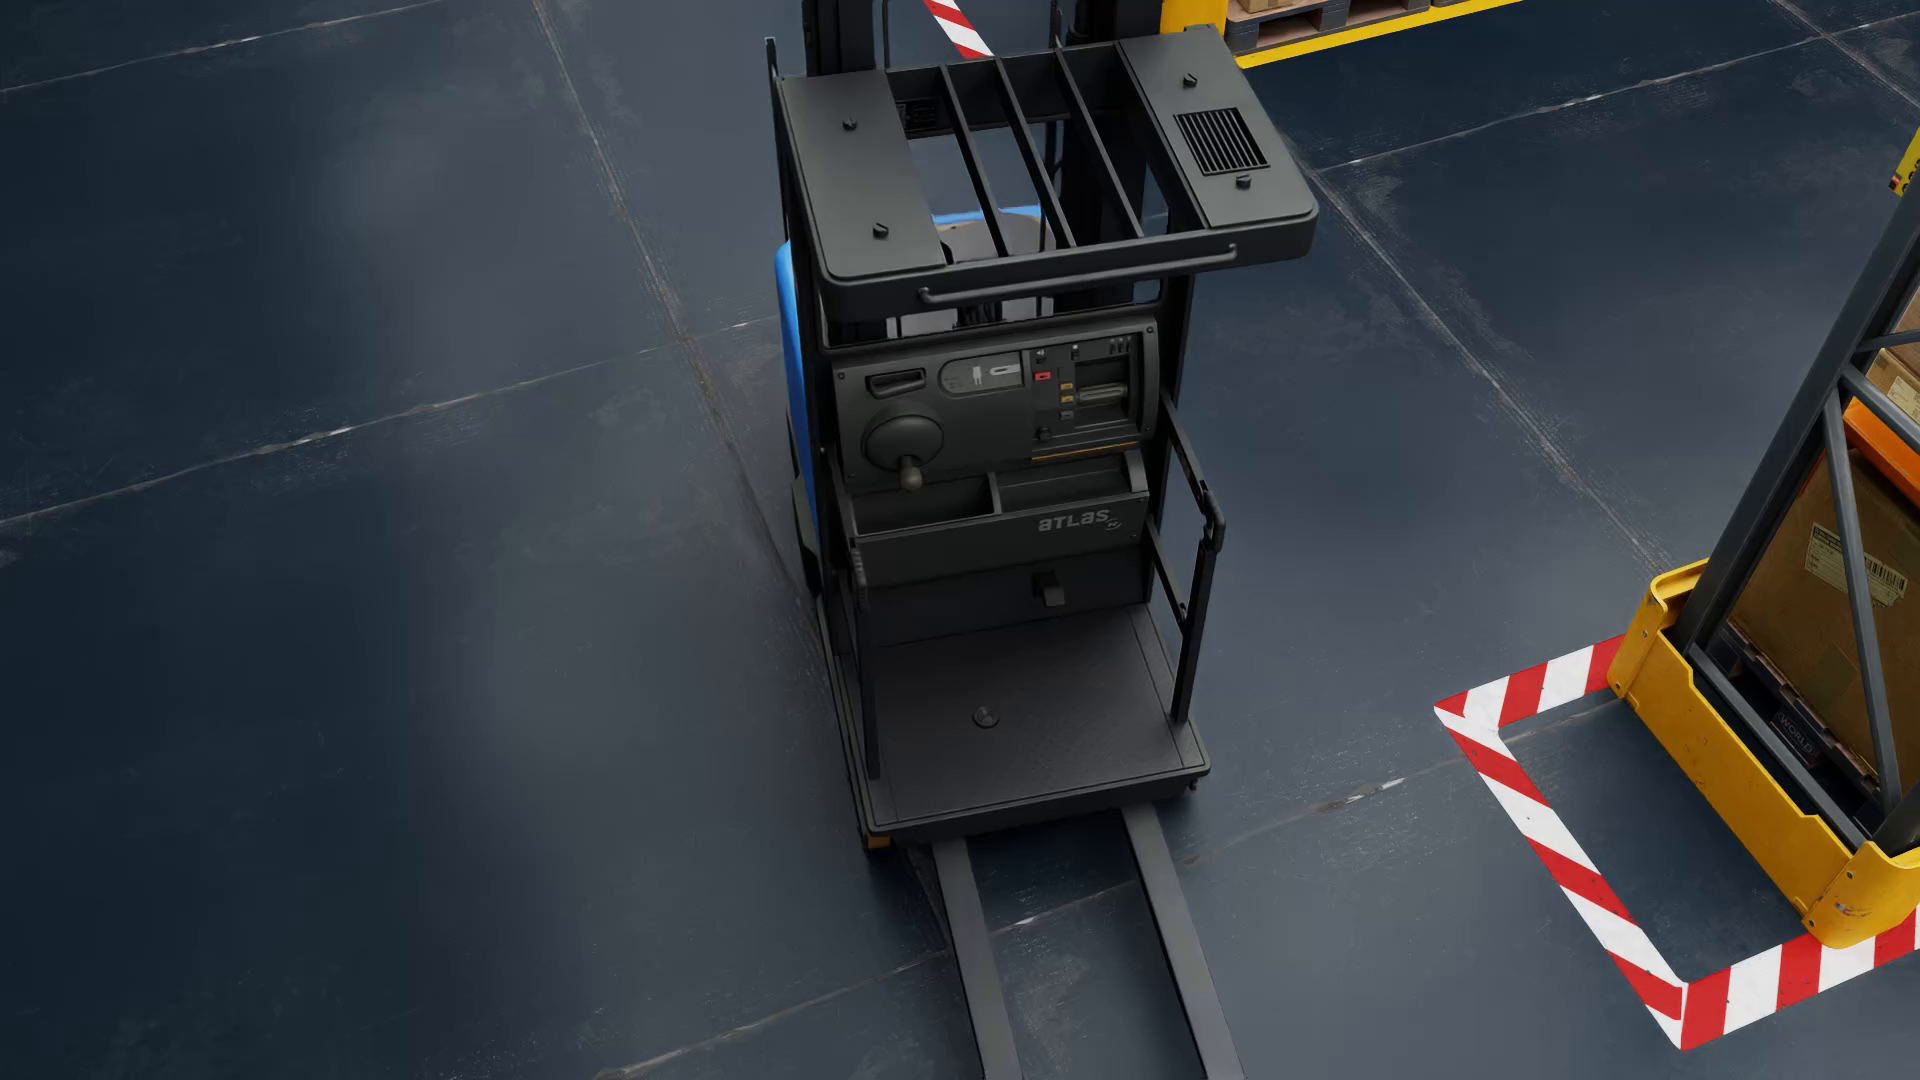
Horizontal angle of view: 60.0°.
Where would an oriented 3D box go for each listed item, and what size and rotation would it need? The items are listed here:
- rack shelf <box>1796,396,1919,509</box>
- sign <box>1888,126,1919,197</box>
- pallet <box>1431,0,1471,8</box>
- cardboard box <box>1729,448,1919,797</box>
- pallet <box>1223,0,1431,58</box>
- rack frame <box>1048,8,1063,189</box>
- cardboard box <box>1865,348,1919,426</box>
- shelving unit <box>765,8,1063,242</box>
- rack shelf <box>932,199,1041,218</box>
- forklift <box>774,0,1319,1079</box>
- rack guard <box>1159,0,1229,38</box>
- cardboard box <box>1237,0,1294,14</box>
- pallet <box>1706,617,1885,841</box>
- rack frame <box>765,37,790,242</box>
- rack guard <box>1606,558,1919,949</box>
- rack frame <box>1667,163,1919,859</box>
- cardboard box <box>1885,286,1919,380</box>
[{"bbox_3d":[4.500,-0.498,5.175,4.000,0.370,1.077,-17,52,-14],"label":"rack shelf"},{"bbox_3d":[2.456,-0.998,4.211,0.005,0.325,0.100,-17,52,-14],"label":"sign"},{"bbox_3d":[2.830,-3.340,8.979,1.213,0.211,1.003,-17,52,-14],"label":"pallet"},{"bbox_3d":[3.210,0.157,5.262,0.875,0.875,0.875,-17,52,-14],"label":"cardboard box"},{"bbox_3d":[1.702,-2.993,8.681,1.213,0.211,1.003,-17,52,-14],"label":"pallet"},{"bbox_3d":[0.383,-1.207,6.298,0.032,1.500,0.500,-8,50,-7],"label":"rack frame"},{"bbox_3d":[2.853,-0.410,4.791,0.250,0.149,0.380,-16,51,-14],"label":"cardboard box"},{"bbox_3d":[-0.117,-1.139,6.239,1.048,1.500,0.538,-8,50,-7],"label":"shelving unit"},{"bbox_3d":[-0.117,-1.022,6.376,1.000,0.185,0.538,-8,50,-7],"label":"rack shelf"},{"bbox_3d":[0.157,-0.278,4.557,1.130,2.935,3.031,-9,50,-8],"label":"forklift"},{"bbox_3d":[0.937,-2.879,8.393,0.348,0.500,1.175,-17,52,-14],"label":"rack guard"},{"bbox_3d":[1.472,-2.805,8.284,0.250,0.149,0.380,-16,51,-14],"label":"cardboard box"},{"bbox_3d":[3.359,0.465,5.711,1.213,0.211,1.003,-17,52,-14],"label":"pallet"},{"bbox_3d":[-0.618,-1.071,6.181,0.032,1.500,0.500,-8,50,-7],"label":"rack frame"},{"bbox_3d":[2.626,0.662,5.352,0.348,0.500,1.175,-17,52,-14],"label":"rack guard"},{"bbox_3d":[2.648,-0.159,4.409,0.127,3.000,1.000,-17,52,-14],"label":"rack frame"},{"bbox_3d":[2.996,-0.532,4.633,0.500,0.250,0.500,-18,52,-15],"label":"cardboard box"}]
